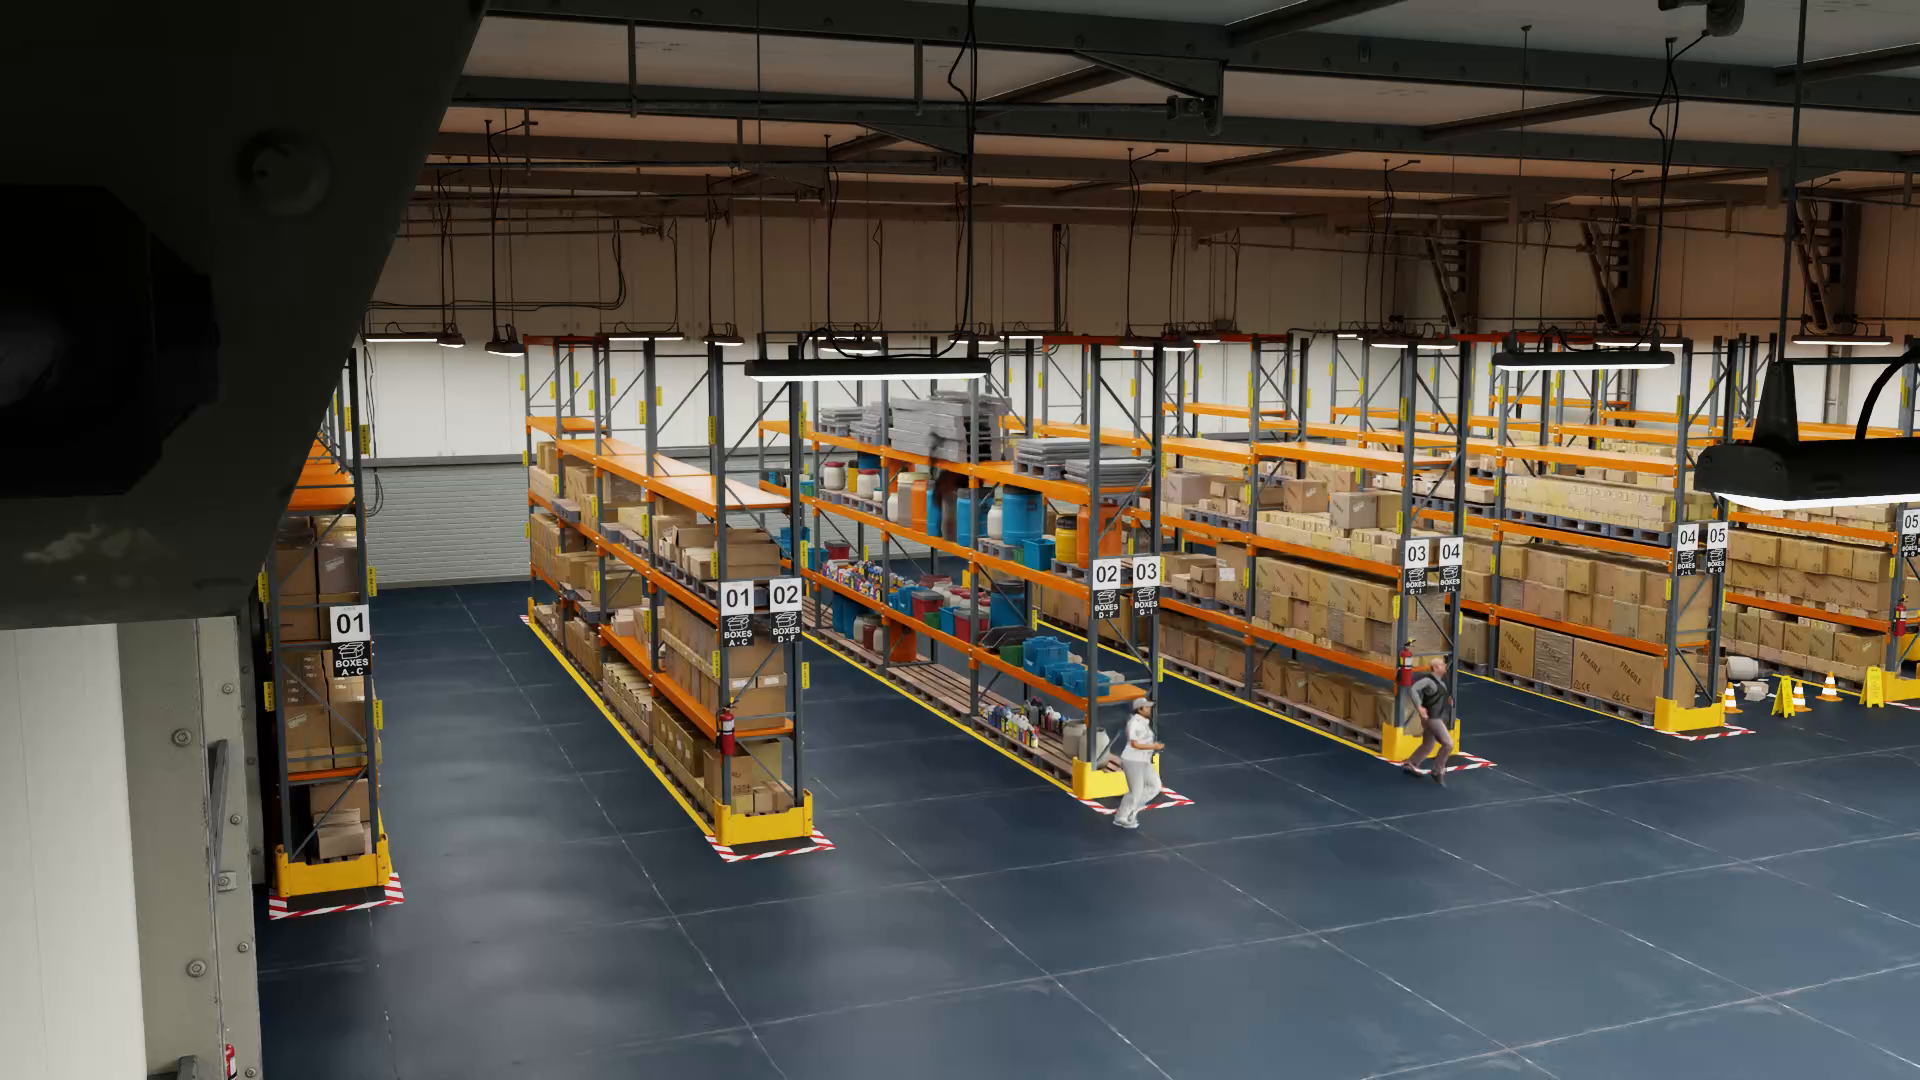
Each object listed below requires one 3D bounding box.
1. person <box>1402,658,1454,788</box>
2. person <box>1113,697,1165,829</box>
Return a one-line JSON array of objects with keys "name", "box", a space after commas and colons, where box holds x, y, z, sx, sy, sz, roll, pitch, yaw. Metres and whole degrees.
[{"name": "person", "box": [6.460, 2.492, 22.797, 0.713, 1.760, 0.647, 4, 9, 29]}, {"name": "person", "box": [2.268, 2.778, 20.785, 0.623, 1.648, 0.612, 2, 8, 17]}]
